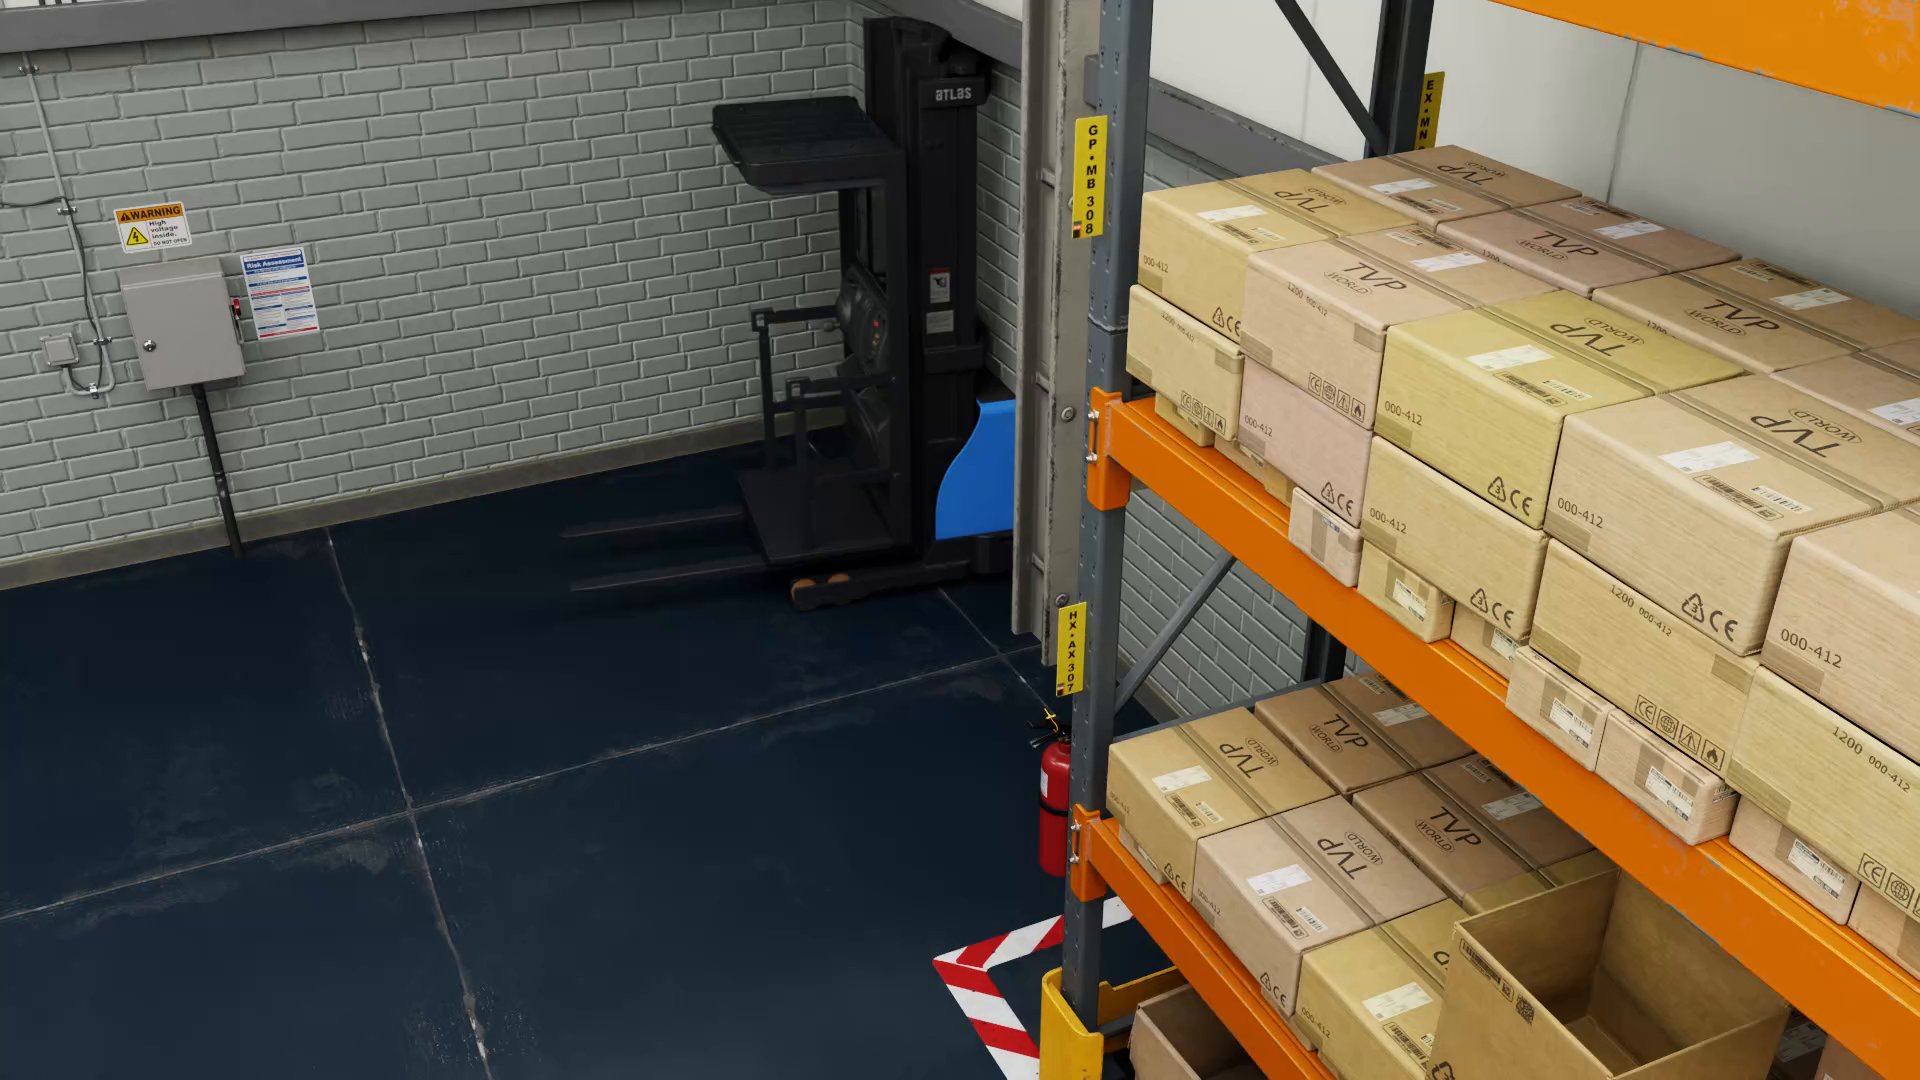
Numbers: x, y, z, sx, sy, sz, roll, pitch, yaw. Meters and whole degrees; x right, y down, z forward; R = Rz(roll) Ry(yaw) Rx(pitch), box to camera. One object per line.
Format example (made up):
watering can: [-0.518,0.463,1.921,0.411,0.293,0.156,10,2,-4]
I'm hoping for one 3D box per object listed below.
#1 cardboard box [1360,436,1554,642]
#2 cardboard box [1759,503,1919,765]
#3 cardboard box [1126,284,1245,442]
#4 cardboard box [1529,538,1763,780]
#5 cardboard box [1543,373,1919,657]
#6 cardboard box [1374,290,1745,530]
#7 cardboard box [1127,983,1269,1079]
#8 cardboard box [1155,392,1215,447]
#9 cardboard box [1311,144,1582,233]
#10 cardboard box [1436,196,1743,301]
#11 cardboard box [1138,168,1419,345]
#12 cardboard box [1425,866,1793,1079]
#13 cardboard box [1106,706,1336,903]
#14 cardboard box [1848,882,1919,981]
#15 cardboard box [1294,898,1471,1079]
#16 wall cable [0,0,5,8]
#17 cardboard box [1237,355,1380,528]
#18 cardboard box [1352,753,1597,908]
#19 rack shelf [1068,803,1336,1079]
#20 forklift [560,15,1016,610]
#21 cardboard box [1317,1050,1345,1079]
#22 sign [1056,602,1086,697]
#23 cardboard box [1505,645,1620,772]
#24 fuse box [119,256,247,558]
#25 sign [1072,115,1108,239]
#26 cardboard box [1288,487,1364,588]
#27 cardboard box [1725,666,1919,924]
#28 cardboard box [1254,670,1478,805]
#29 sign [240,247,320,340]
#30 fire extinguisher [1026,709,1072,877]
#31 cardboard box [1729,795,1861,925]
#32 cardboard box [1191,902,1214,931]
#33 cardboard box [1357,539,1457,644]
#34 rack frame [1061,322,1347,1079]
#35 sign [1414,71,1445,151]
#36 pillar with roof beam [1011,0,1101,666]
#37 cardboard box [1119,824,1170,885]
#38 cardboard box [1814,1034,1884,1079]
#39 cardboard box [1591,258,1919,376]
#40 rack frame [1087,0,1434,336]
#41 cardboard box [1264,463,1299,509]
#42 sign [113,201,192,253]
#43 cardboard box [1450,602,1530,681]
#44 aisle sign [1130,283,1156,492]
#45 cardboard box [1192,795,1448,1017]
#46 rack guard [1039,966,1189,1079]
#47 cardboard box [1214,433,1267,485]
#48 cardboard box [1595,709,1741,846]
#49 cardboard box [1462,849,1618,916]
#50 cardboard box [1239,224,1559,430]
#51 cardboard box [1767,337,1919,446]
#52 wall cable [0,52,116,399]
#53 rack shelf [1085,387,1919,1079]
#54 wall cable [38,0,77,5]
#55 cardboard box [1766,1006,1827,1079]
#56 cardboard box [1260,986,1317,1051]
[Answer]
cardboard box: [1.229,-0.064,3.580,0.500,0.250,0.500,-14,32,-23]
cardboard box: [1.687,0.162,2.665,0.500,0.250,0.500,-12,32,-21]
cardboard box: [0.783,-0.513,4.380,0.500,0.250,0.500,-13,32,-23]
cardboard box: [1.472,0.160,3.181,0.500,0.250,0.500,-14,32,-23]
cardboard box: [1.461,-0.065,3.070,0.500,0.250,0.500,-12,32,-21]
cardboard box: [1.233,-0.288,3.468,0.500,0.250,0.500,-14,32,-23]
cardboard box: [1.017,1.802,5.592,0.797,0.503,0.637,-14,32,-24]
cardboard box: [0.766,-0.403,4.591,0.380,0.149,0.250,-12,32,-21]
cardboard box: [1.283,-0.847,4.464,0.500,0.250,0.500,-14,32,-23]
cardboard box: [1.505,-0.617,4.054,0.500,0.250,0.500,-14,32,-23]
cardboard box: [0.803,-0.736,4.266,0.500,0.250,0.500,-13,32,-23]
cardboard box: [1.435,1.135,3.742,0.500,0.500,0.500,-12,32,-21]
cardboard box: [0.791,0.799,5.107,0.500,0.250,0.500,-13,32,-22]
cardboard box: [1.736,0.615,2.777,0.380,0.149,0.250,-12,31,-20]
cardboard box: [1.228,1.245,4.312,0.500,0.250,0.500,-14,32,-23]
wall cable: [-5.658,-3.577,6.928,2.355,3.000,0.029,-13,32,-22]
cardboard box: [1.020,-0.293,3.987,0.500,0.250,0.500,-12,32,-21]
cardboard box: [1.497,0.918,4.896,0.500,0.250,0.500,-13,32,-22]
rack shelf: [1.698,1.804,4.202,1.077,0.370,4.000,-13,32,-22]
forklift: [-0.709,-1.184,8.865,3.031,2.935,1.130,-8,30,-14]
cardboard box: [1.200,1.371,4.495,0.380,0.149,0.250,-13,32,-21]
sign: [0.350,0.343,5.187,0.100,0.325,0.005,-13,32,-22]
cardboard box: [1.337,0.295,3.347,0.380,0.149,0.250,-13,32,-22]
fuse box: [-4.124,-0.650,9.160,0.539,1.711,0.414,-13,32,-22]
sign: [0.350,-0.969,4.451,0.100,0.325,0.005,-13,32,-22]
cardboard box: [1.011,-0.044,3.951,0.380,0.149,0.250,-12,32,-21]
cardboard box: [1.681,0.384,2.781,0.500,0.250,0.500,-12,32,-21]
cardboard box: [1.277,0.690,5.303,0.500,0.250,0.500,-12,31,-21]
sign: [-3.767,-1.366,9.216,0.329,0.494,0.001,-13,32,-22]
fire extinguisher: [0.359,0.835,5.655,0.296,0.674,0.183,-13,32,-22]
cardboard box: [1.623,0.505,2.973,0.380,0.149,0.250,-13,32,-21]
cardboard box: [0.884,1.021,5.118,0.380,0.149,0.250,-12,32,-21]
cardboard box: [1.130,0.070,3.748,0.380,0.149,0.250,-13,32,-22]
rack frame: [0.840,0.606,5.602,1.000,3.000,0.127,-13,32,-22]
sign: [1.349,-1.196,4.843,0.100,0.325,0.005,-13,32,-22]
pillar with roof beam: [-3.392,-2.487,4.984,9.100,9.000,0.400,-13,32,-22]
cardboard box: [0.733,0.919,5.301,0.380,0.149,0.250,-13,32,-22]
cardboard box: [2.158,1.268,3.504,0.500,0.500,0.500,-14,32,-23]
cardboard box: [1.736,-0.391,3.652,0.500,0.250,0.500,-13,32,-21]
rack frame: [0.840,-2.010,4.134,1.000,3.000,0.127,-13,32,-22]
cardboard box: [0.997,-0.175,4.186,0.380,0.149,0.250,-13,32,-22]
sign: [-4.263,-1.652,8.785,0.339,0.242,0.001,-13,32,-22]
cardboard box: [1.292,0.167,3.576,0.380,0.149,0.250,-13,32,-23]
aisle sign: [0.545,-0.496,4.910,0.394,0.787,0.004,-13,32,-22]
cardboard box: [1.008,1.022,4.710,0.500,0.250,0.500,-13,32,-21]
rack guard: [0.872,1.730,6.153,1.175,0.500,0.348,-13,32,-22]
cardboard box: [0.903,-0.292,4.395,0.380,0.149,0.250,-12,32,-21]
cardboard box: [1.448,0.404,3.153,0.380,0.149,0.250,-12,32,-21]
cardboard box: [1.705,1.137,4.504,0.500,0.250,0.500,-12,31,-20]
cardboard box: [1.005,-0.507,3.858,0.500,0.250,0.500,-13,32,-22]
cardboard box: [1.926,-0.165,3.248,0.500,0.250,0.500,-13,32,-22]
wall cable: [-4.808,-1.582,8.465,0.588,1.984,0.122,-13,32,-22]
rack shelf: [1.698,0.495,3.468,1.077,0.370,4.000,-13,32,-22]
wall cable: [-3.126,-4.161,7.932,2.988,3.039,0.133,-13,32,-22]
cardboard box: [1.930,1.368,4.092,0.500,0.250,0.500,-13,32,-22]
cardboard box: [1.081,1.255,4.702,0.380,0.149,0.250,-12,31,-20]
